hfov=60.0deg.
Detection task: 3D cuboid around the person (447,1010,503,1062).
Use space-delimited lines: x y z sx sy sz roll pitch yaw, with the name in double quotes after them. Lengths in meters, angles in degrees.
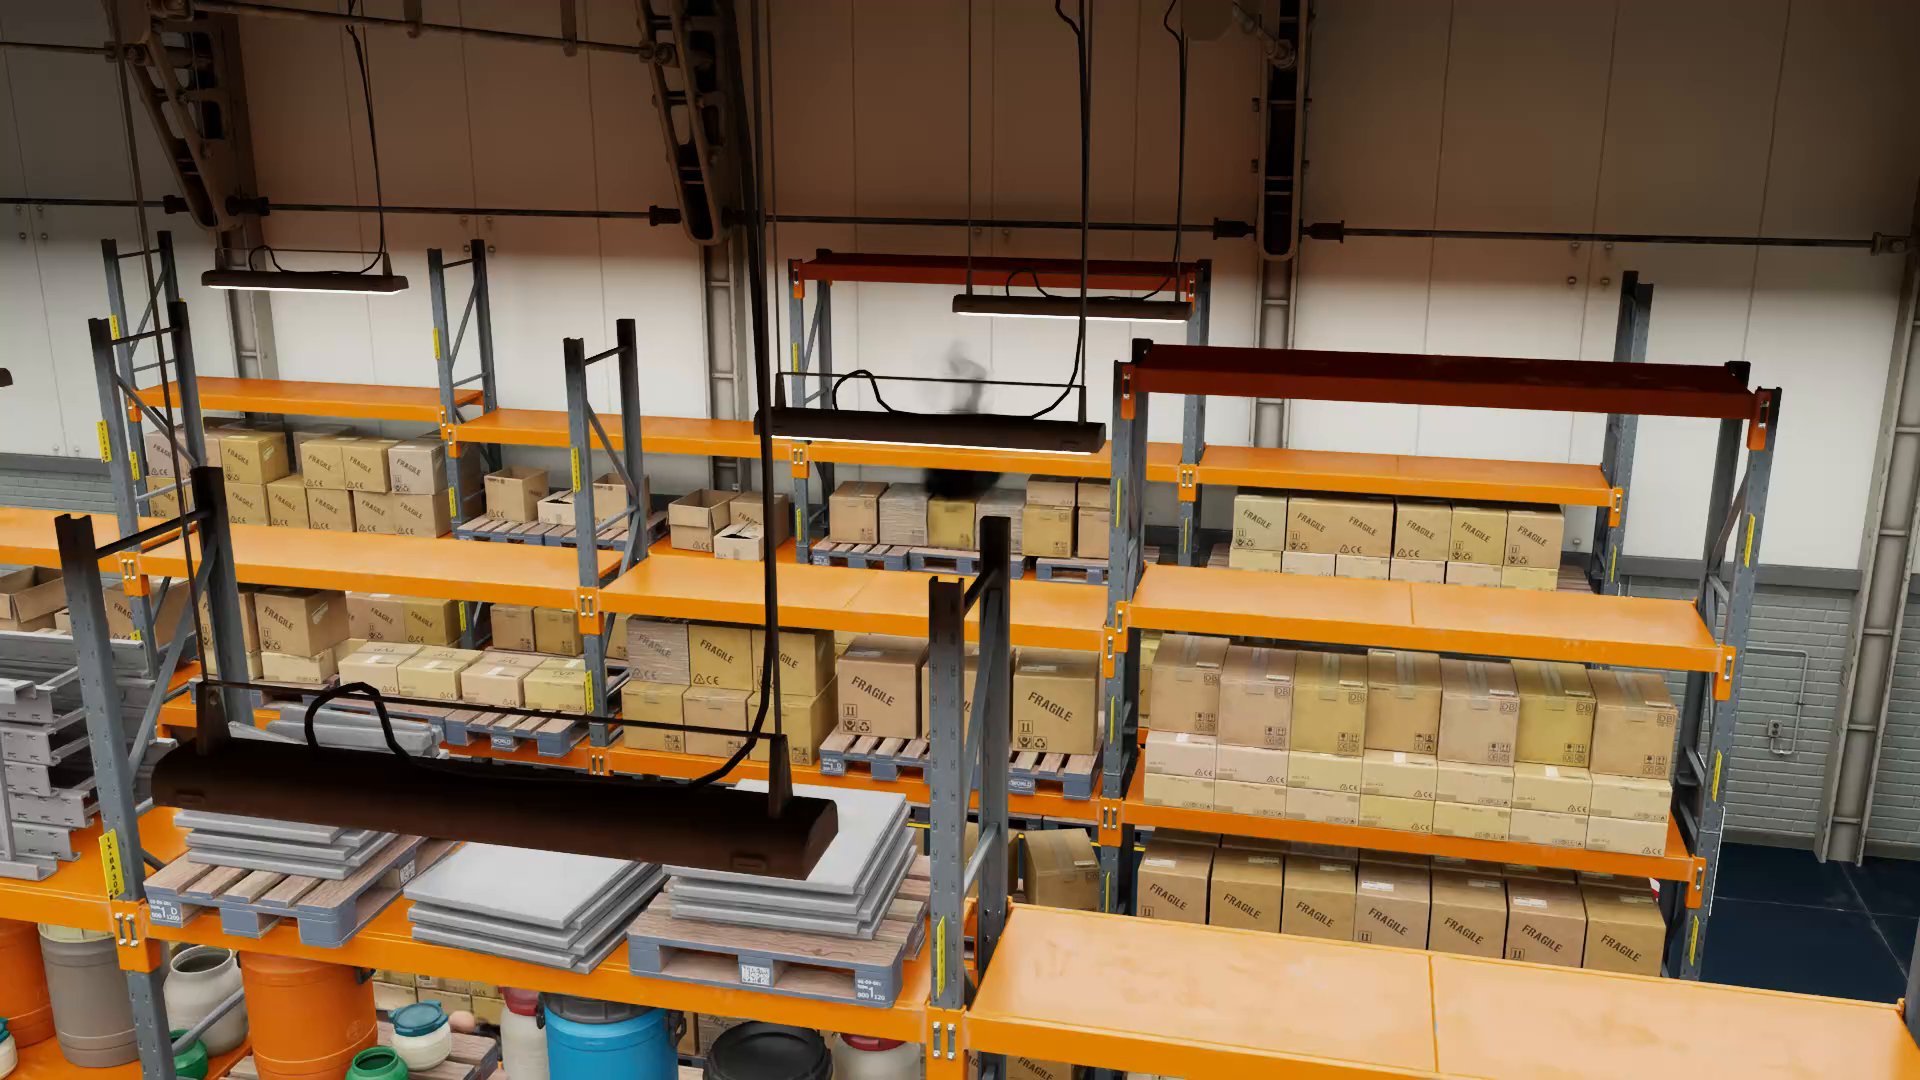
-3.398 4.031 11.586 0.675 1.692 0.683 2 16 8 "person"
